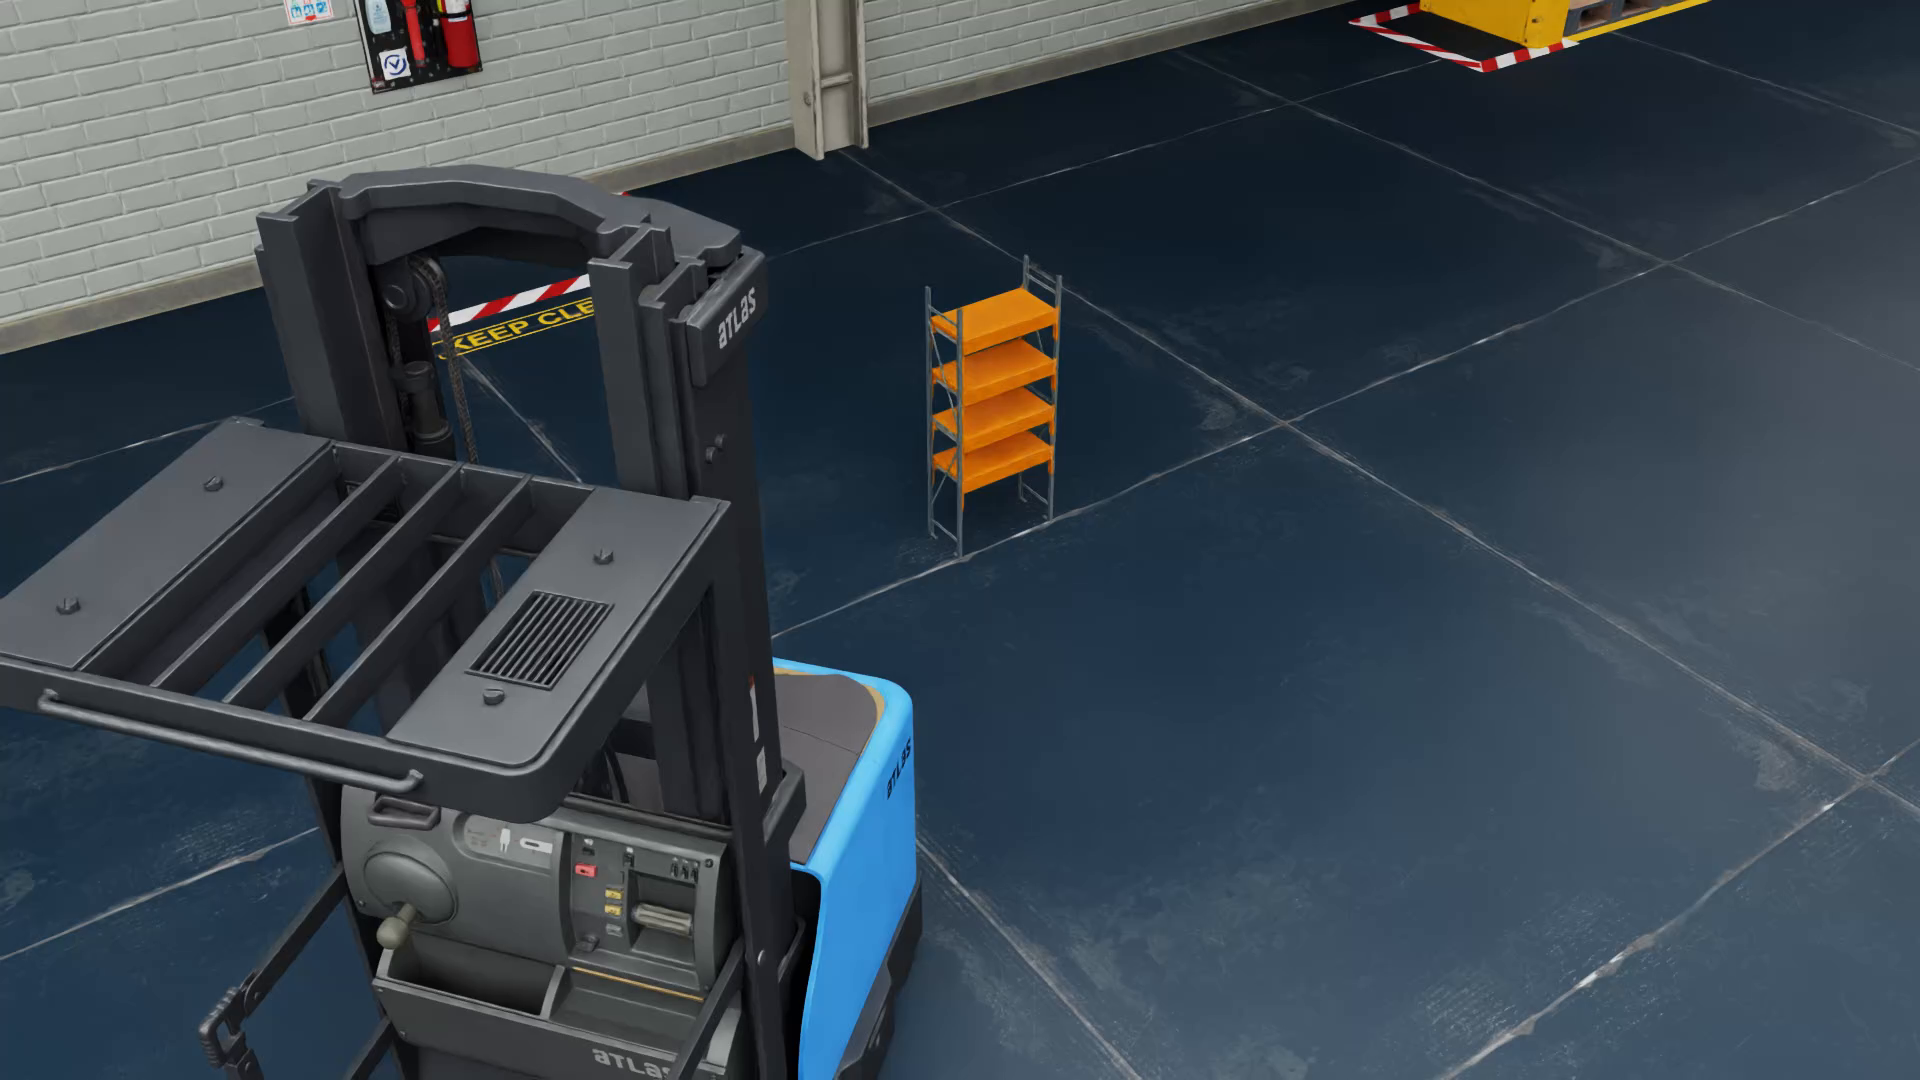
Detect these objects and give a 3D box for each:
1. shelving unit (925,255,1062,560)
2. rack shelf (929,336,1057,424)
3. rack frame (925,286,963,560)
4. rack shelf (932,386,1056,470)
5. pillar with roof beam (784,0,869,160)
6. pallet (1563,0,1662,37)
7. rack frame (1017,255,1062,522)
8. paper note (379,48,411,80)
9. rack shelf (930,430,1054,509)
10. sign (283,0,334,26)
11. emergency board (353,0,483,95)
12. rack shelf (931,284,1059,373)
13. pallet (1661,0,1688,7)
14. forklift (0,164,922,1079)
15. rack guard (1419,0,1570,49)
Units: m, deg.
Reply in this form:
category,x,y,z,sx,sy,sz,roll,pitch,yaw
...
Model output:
category,x,y,z,sx,sy,sz,roll,pitch,yaw
shelving unit,0.135,-0.543,6.977,0.503,1.200,0.258,-22,41,-28
rack shelf,0.135,-0.670,6.886,0.480,0.148,0.258,-22,41,-28
rack frame,-0.064,-0.461,6.863,0.015,1.200,0.240,-22,41,-28
rack shelf,0.135,-0.488,7.016,0.480,0.148,0.258,-22,41,-28
pillar with roof beam,1.641,-4.161,5.329,0.400,9.000,9.100,-22,41,-28
pallet,4.738,-4.300,13.048,1.213,0.211,1.003,-22,41,-28
rack frame,0.335,-0.625,7.091,0.015,1.200,0.240,-22,41,-28
paper note,-3.065,-2.583,9.027,0.142,0.148,0.016,-22,41,-28
rack shelf,0.135,-0.327,7.132,0.480,0.148,0.258,-22,41,-28
sign,-3.392,-2.845,8.606,0.234,0.329,0.001,-22,41,-28
emergency board,-2.881,-2.967,8.807,0.643,1.169,0.194,-22,41,-28
rack shelf,0.135,-0.862,6.748,0.480,0.148,0.258,-22,41,-28
pallet,5.734,-4.708,13.615,1.213,0.211,1.003,-22,41,-28
forklift,-1.029,0.843,3.568,1.130,2.935,3.031,10,37,13
rack guard,4.054,-4.161,12.607,0.348,0.500,1.175,-22,41,-28
